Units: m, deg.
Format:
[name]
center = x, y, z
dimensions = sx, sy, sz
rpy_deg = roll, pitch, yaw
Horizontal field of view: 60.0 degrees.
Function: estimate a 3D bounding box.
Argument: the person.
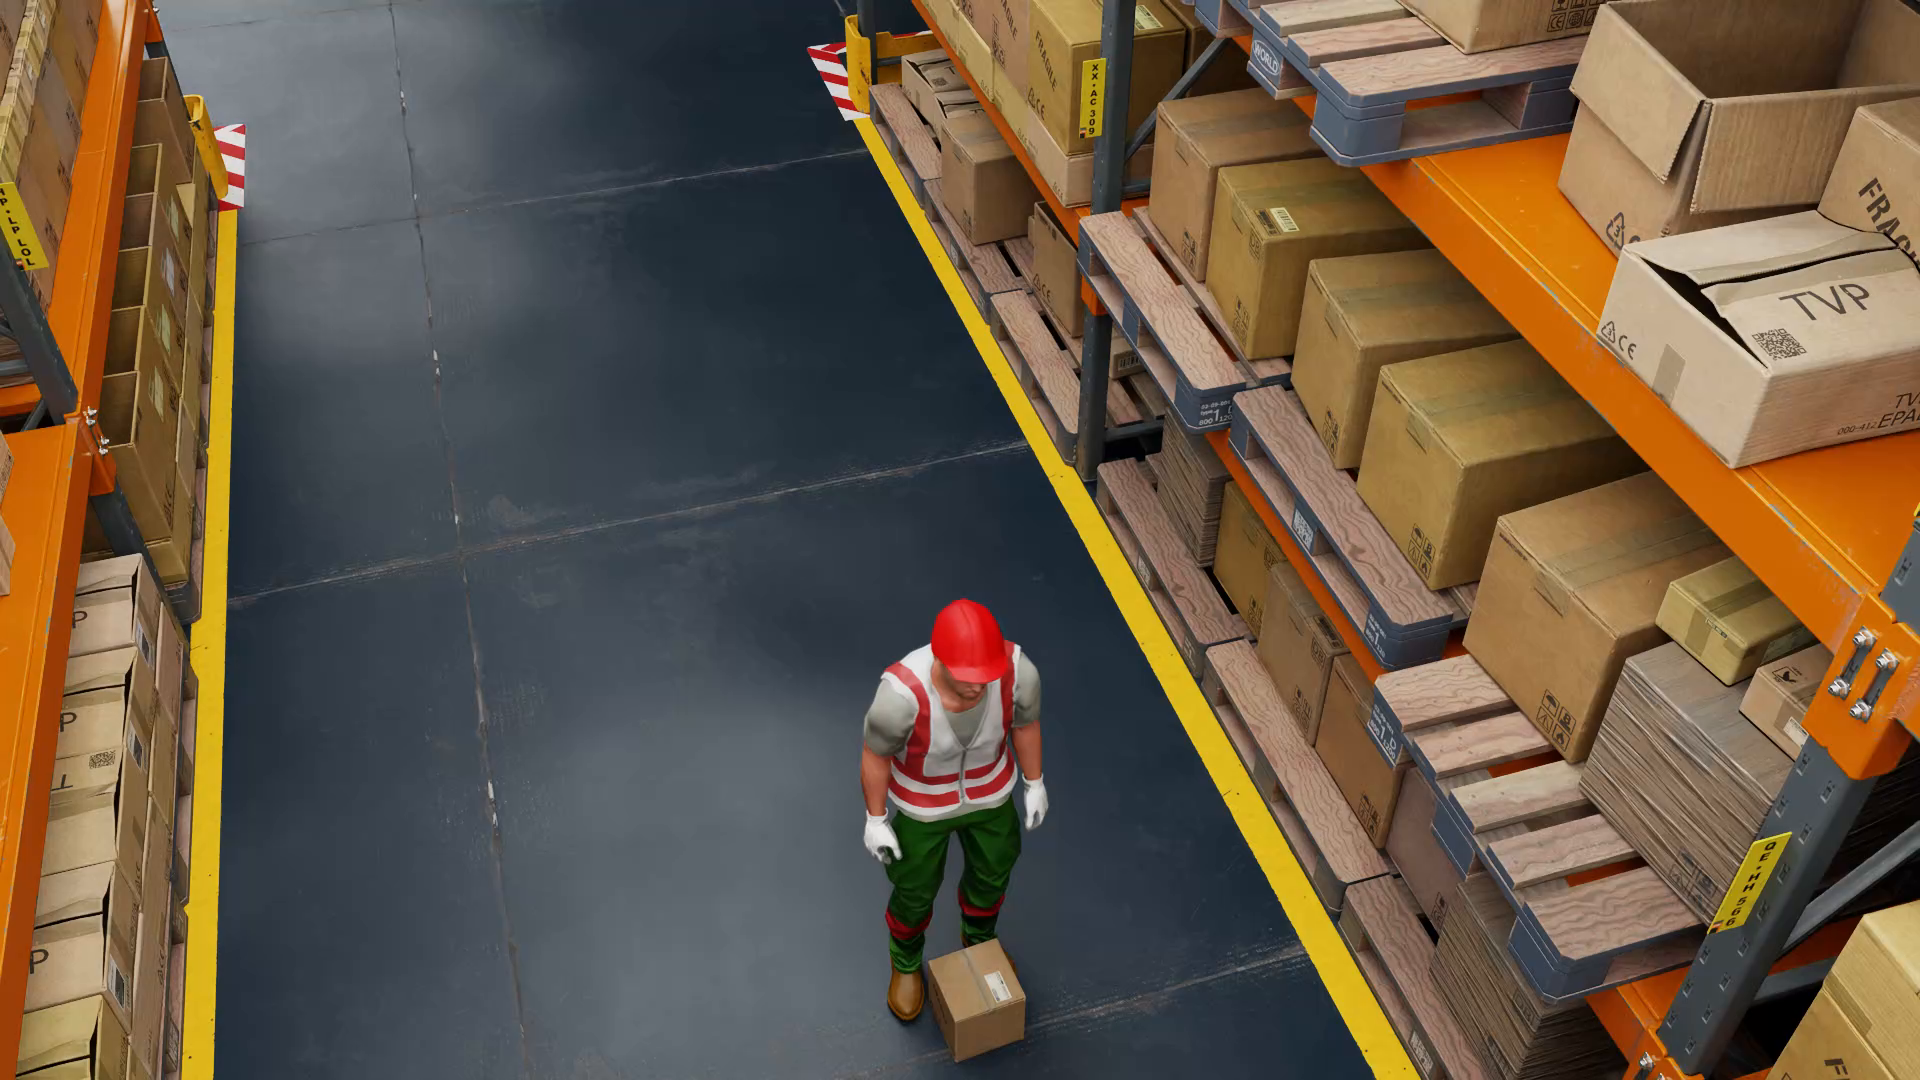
[person]
center = -0.015, 0.827, 5.224
dimensions = 0.609, 1.780, 0.448
rpy_deg = -12, 43, -13
